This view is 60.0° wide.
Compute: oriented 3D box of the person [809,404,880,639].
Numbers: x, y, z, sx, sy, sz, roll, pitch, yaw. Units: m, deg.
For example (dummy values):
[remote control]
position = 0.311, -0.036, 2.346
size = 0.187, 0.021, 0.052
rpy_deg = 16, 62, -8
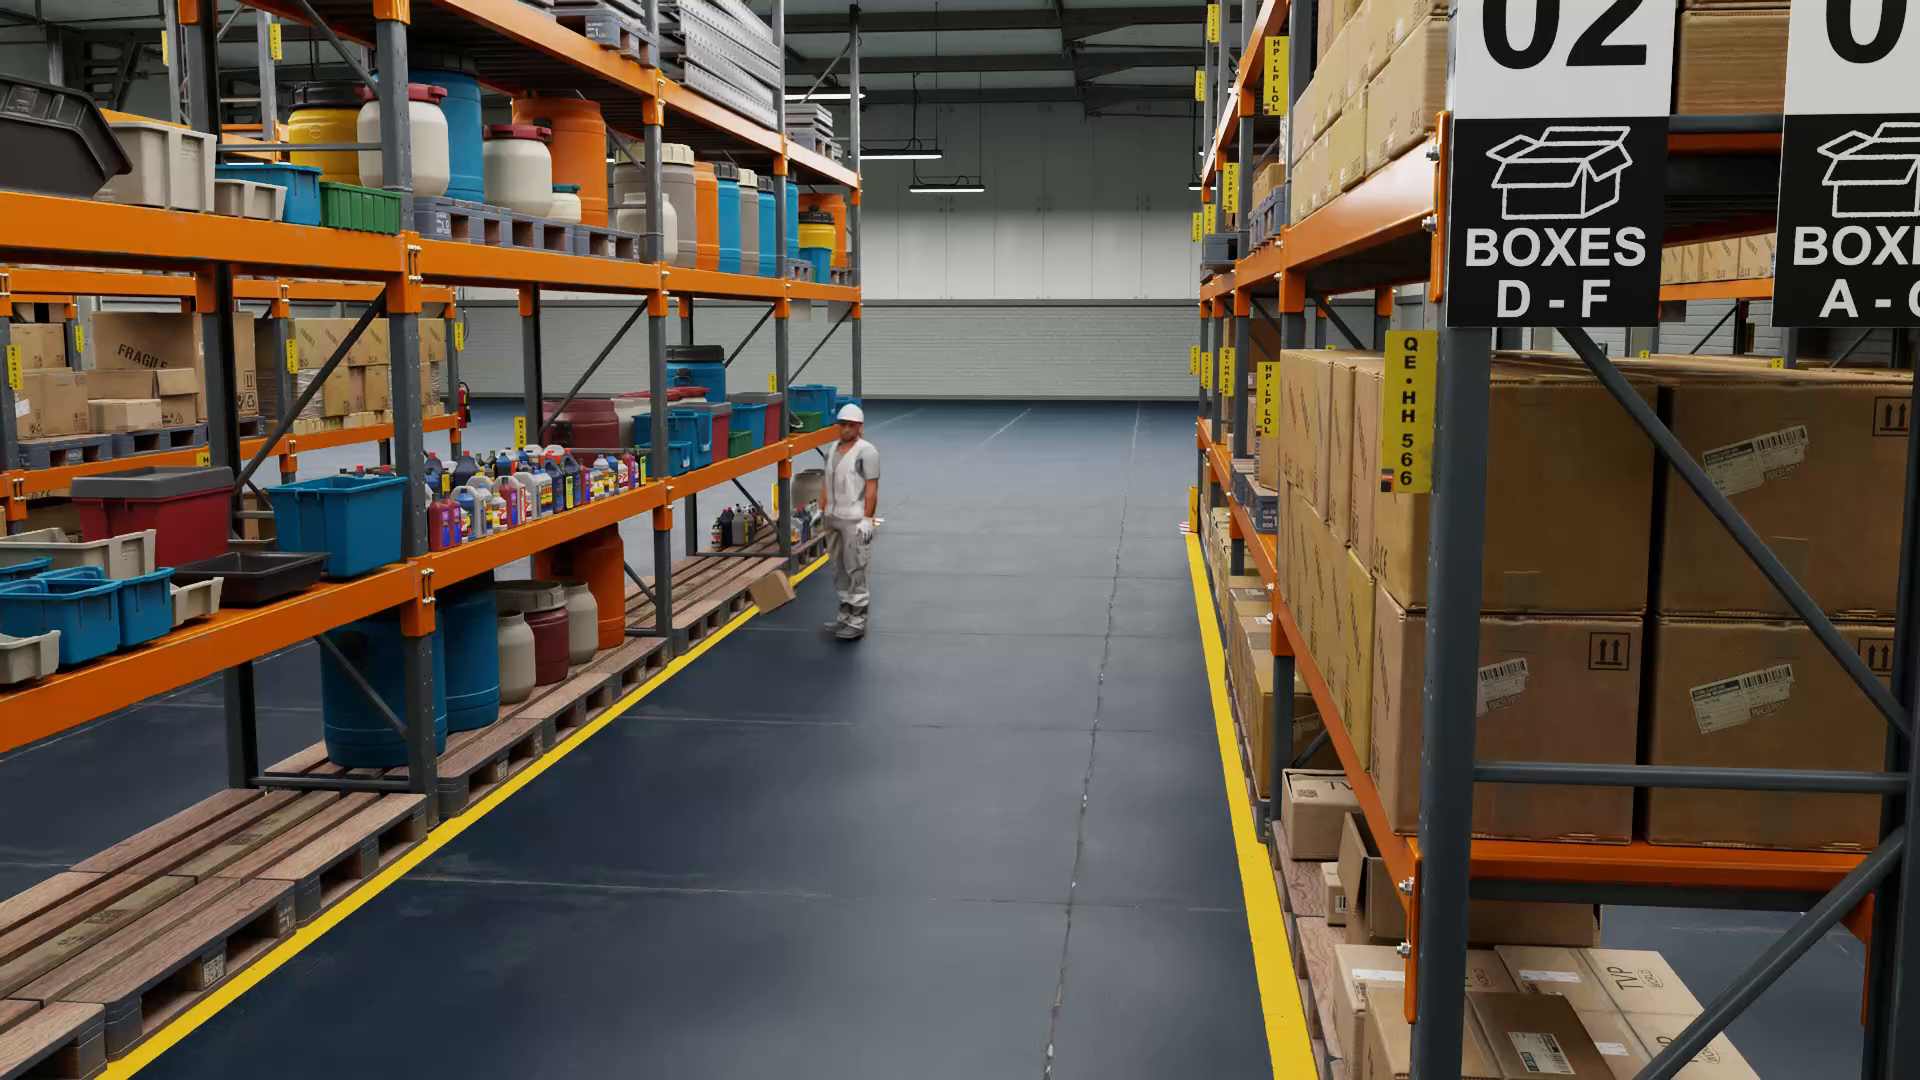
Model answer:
[person]
position = -0.889, -0.145, 12.657
size = 0.403, 1.788, 0.651
rpy_deg = -7, 10, -42
